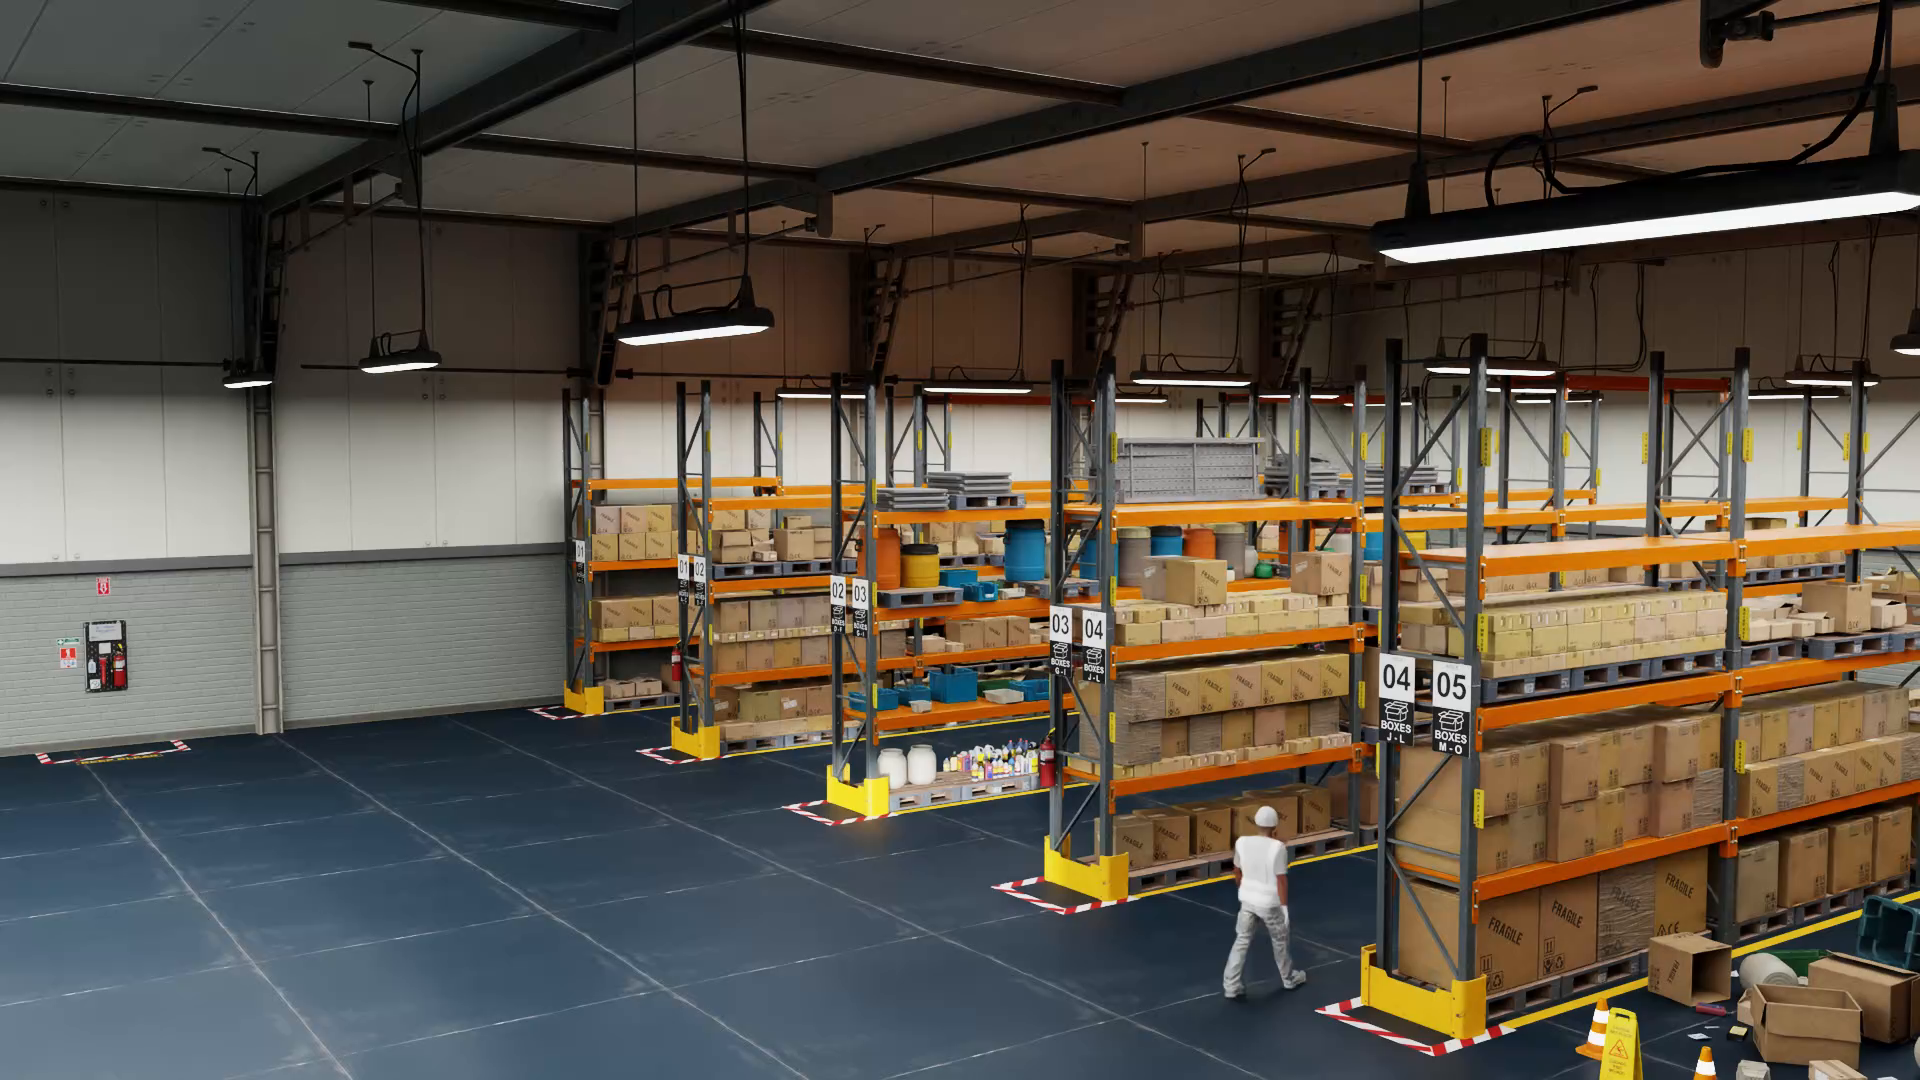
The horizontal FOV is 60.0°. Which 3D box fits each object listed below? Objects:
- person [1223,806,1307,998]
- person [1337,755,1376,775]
[{"bbox_3d":[2.841,3.289,15.276,0.975,1.742,0.666,-3,5,-43],"label":"person"},{"bbox_3d":[6.008,2.711,25.061,0.991,1.672,0.661,-2,4,-29],"label":"person"}]
